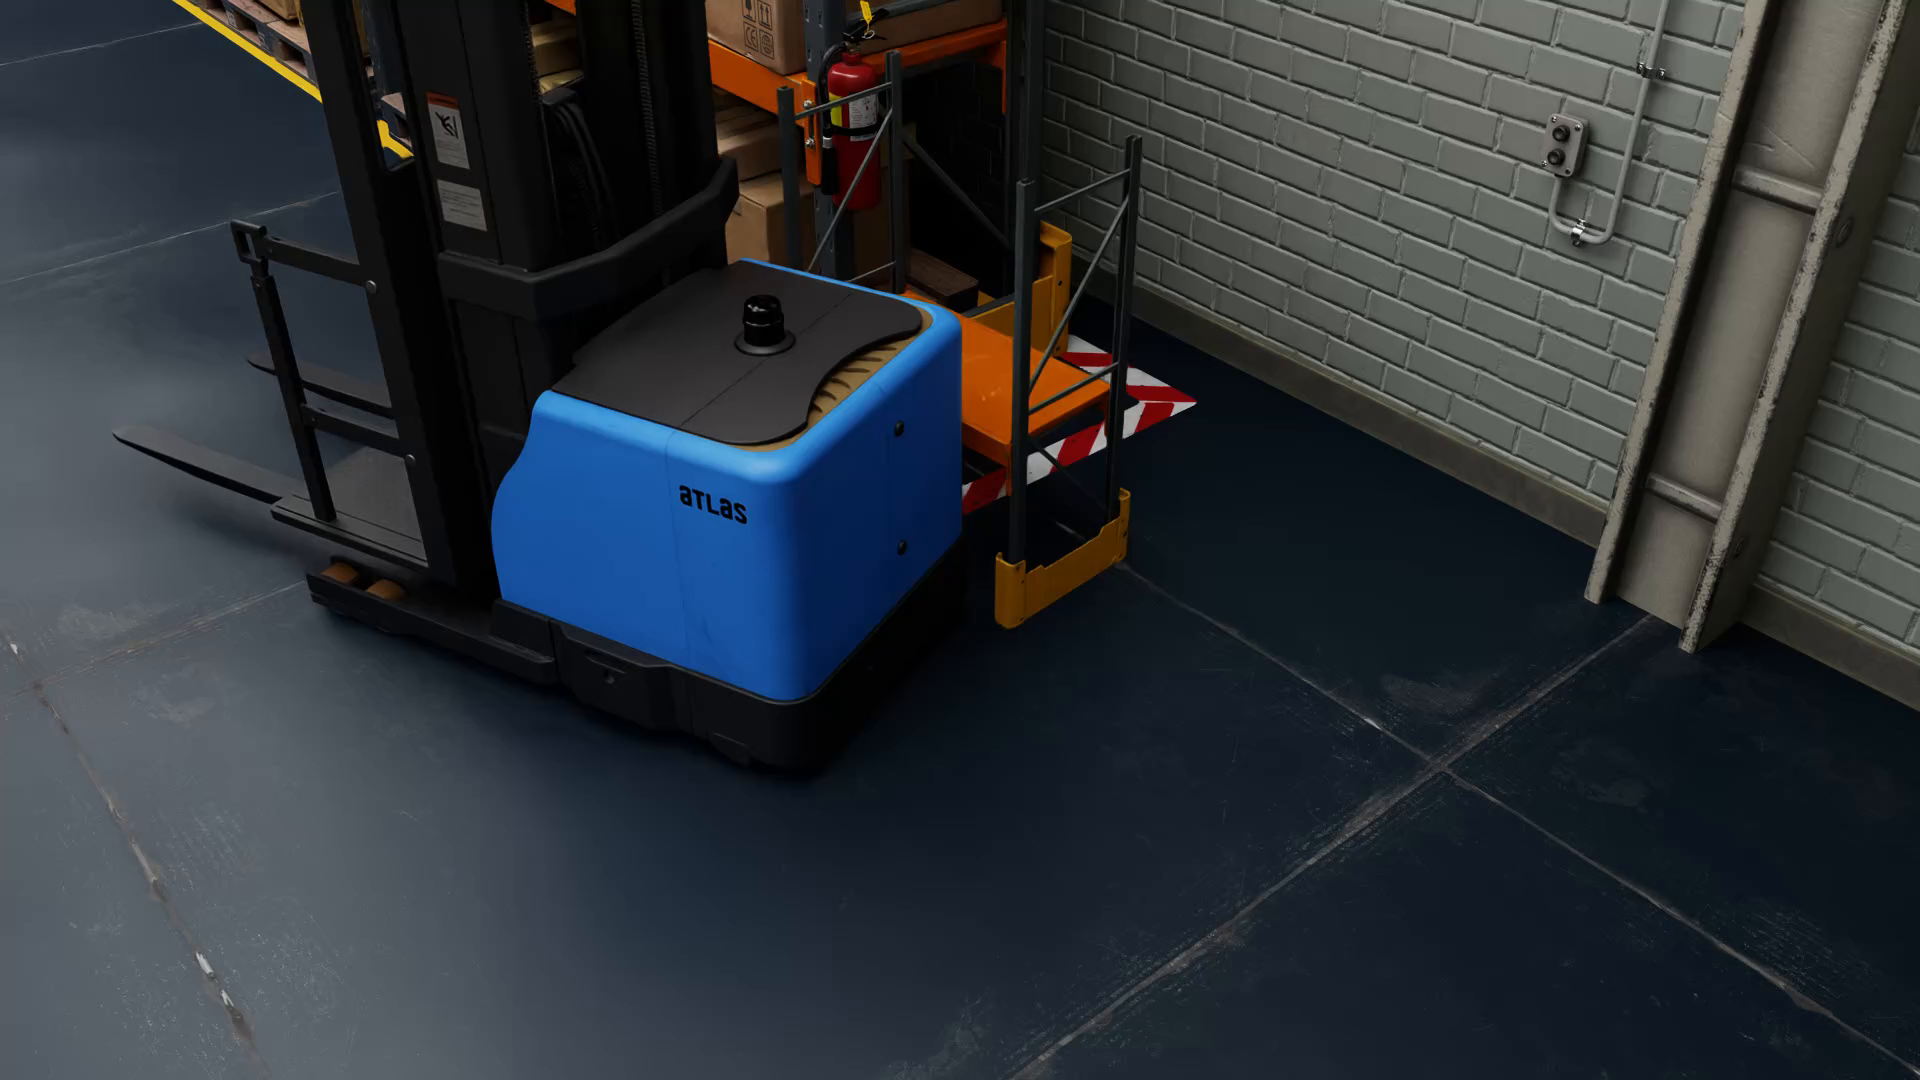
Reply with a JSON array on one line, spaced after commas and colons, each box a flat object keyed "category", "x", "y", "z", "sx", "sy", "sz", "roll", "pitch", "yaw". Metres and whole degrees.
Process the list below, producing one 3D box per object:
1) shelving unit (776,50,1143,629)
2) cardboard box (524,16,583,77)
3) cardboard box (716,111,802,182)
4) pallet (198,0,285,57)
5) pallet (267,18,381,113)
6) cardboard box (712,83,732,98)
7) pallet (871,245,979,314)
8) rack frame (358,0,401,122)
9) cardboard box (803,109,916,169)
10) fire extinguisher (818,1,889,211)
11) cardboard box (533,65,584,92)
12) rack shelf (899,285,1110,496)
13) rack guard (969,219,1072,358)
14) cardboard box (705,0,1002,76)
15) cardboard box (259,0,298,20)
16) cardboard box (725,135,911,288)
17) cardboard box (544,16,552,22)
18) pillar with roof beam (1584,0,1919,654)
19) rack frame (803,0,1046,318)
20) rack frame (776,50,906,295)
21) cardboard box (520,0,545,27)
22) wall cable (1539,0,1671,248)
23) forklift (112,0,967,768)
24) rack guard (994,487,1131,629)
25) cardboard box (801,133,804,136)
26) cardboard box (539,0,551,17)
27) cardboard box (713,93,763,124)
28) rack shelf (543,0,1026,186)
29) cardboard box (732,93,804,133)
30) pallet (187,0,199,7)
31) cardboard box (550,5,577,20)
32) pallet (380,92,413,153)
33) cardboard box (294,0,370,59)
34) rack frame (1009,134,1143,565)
[{"category": "shelving unit", "x": -0.012, "y": -0.662, "z": 5.387, "sx": 0.587, "sy": 1.500, "sz": 1.083, "roll": -30, "pitch": 45, "yaw": -35}, {"category": "cardboard box", "x": -1.861, "y": -2.241, "z": 7.557, "sx": 0.380, "sy": 0.149, "sz": 0.250, "roll": -27, "pitch": 44, "yaw": -33}, {"category": "cardboard box", "x": -0.853, "y": -1.553, "z": 6.586, "sx": 0.380, "sy": 0.149, "sz": 0.250, "roll": -27, "pitch": 43, "yaw": -32}, {"category": "pallet", "x": -4.031, "y": -3.356, "z": 10.306, "sx": 1.003, "sy": 0.211, "sz": 1.213, "roll": -26, "pitch": 43, "yaw": -32}, {"category": "pallet", "x": -3.239, "y": -2.817, "z": 9.545, "sx": 1.003, "sy": 0.211, "sz": 1.213, "roll": -26, "pitch": 43, "yaw": -32}, {"category": "cardboard box", "x": -0.886, "y": -1.918, "z": 7.101, "sx": 0.380, "sy": 0.149, "sz": 0.250, "roll": -26, "pitch": 43, "yaw": -31}, {"category": "pallet", "x": -0.678, "y": -1.062, "z": 7.068, "sx": 1.003, "sy": 0.211, "sz": 1.213, "roll": -26, "pitch": 43, "yaw": -32}, {"category": "rack frame", "x": -2.684, "y": -3.643, "z": 8.298, "sx": 1.000, "sy": 3.000, "sz": 0.127, "roll": -26, "pitch": 43, "yaw": -32}, {"category": "cardboard box", "x": -0.397, "y": -1.584, "z": 6.629, "sx": 0.380, "sy": 0.149, "sz": 0.250, "roll": -26, "pitch": 43, "yaw": -31}, {"category": "fire extinguisher", "x": -0.358, "y": -1.454, "z": 5.598, "sx": 0.296, "sy": 0.674, "sz": 0.183, "roll": -26, "pitch": 43, "yaw": -32}, {"category": "cardboard box", "x": -1.628, "y": -1.975, "z": 7.743, "sx": 0.700, "sy": 0.500, "sz": 0.500, "roll": -25, "pitch": 42, "yaw": -31}, {"category": "rack shelf", "x": -0.019, "y": -0.519, "z": 5.496, "sx": 0.538, "sy": 0.185, "sz": 1.000, "roll": -30, "pitch": 45, "yaw": -35}, {"category": "rack guard", "x": -0.087, "y": -0.846, "z": 6.512, "sx": 1.175, "sy": 0.500, "sz": 0.348, "roll": -26, "pitch": 43, "yaw": -32}, {"category": "cardboard box", "x": -0.439, "y": -2.220, "z": 6.030, "sx": 0.980, "sy": 0.700, "sz": 0.700, "roll": -24, "pitch": 42, "yaw": -30}, {"category": "cardboard box", "x": -3.778, "y": -3.567, "z": 9.687, "sx": 0.750, "sy": 0.750, "sz": 0.750, "roll": -25, "pitch": 42, "yaw": -30}, {"category": "cardboard box", "x": -0.631, "y": -1.300, "z": 6.789, "sx": 0.700, "sy": 0.500, "sz": 0.500, "roll": -26, "pitch": 43, "yaw": -32}, {"category": "cardboard box", "x": -1.958, "y": -2.203, "z": 8.064, "sx": 0.700, "sy": 0.500, "sz": 0.500, "roll": -26, "pitch": 43, "yaw": -32}, {"category": "pillar with roof beam", "x": -0.988, "y": -1.850, "z": 0.576, "sx": 9.100, "sy": 9.000, "sz": 0.400, "roll": -26, "pitch": 43, "yaw": -32}, {"category": "rack frame", "x": -0.102, "y": -1.877, "z": 5.804, "sx": 1.000, "sy": 3.000, "sz": 0.127, "roll": -26, "pitch": 43, "yaw": -32}, {"category": "rack frame", "x": -0.378, "y": -0.873, "z": 5.685, "sx": 0.500, "sy": 1.500, "sz": 0.032, "roll": -30, "pitch": 45, "yaw": -35}, {"category": "cardboard box", "x": -2.198, "y": -2.471, "z": 7.882, "sx": 0.380, "sy": 0.149, "sz": 0.250, "roll": -24, "pitch": 42, "yaw": -30}, {"category": "wall cable", "x": 1.446, "y": -2.079, "z": 5.211, "sx": 0.084, "sy": 1.984, "sz": 1.851, "roll": -26, "pitch": 43, "yaw": -32}, {"category": "forklift", "x": -1.523, "y": -1.150, "z": 4.838, "sx": 3.031, "sy": 2.935, "sz": 1.130, "roll": 17, "pitch": 39, "yaw": 23}, {"category": "rack guard", "x": 0.340, "y": 0.052, "z": 5.461, "sx": 0.587, "sy": 0.250, "sz": 0.087, "roll": -30, "pitch": 45, "yaw": -35}, {"category": "cardboard box", "x": -0.954, "y": -1.521, "z": 7.101, "sx": 0.700, "sy": 0.500, "sz": 0.500, "roll": -26, "pitch": 43, "yaw": -32}, {"category": "cardboard box", "x": -2.279, "y": -2.426, "z": 8.379, "sx": 0.700, "sy": 0.500, "sz": 0.500, "roll": -25, "pitch": 43, "yaw": -31}, {"category": "cardboard box", "x": -1.018, "y": -1.666, "z": 6.745, "sx": 0.380, "sy": 0.149, "sz": 0.250, "roll": -25, "pitch": 42, "yaw": -31}, {"category": "rack shelf", "x": -1.393, "y": -2.466, "z": 7.259, "sx": 1.077, "sy": 0.370, "sz": 4.000, "roll": -26, "pitch": 43, "yaw": -32}, {"category": "cardboard box", "x": -0.725, "y": -1.807, "z": 6.944, "sx": 0.380, "sy": 0.149, "sz": 0.250, "roll": -26, "pitch": 43, "yaw": -32}, {"category": "pallet", "x": -4.814, "y": -3.895, "z": 11.066, "sx": 1.003, "sy": 0.211, "sz": 1.213, "roll": -26, "pitch": 43, "yaw": -32}, {"category": "cardboard box", "x": -1.709, "y": -2.480, "z": 7.895, "sx": 0.380, "sy": 0.149, "sz": 0.250, "roll": -28, "pitch": 44, "yaw": -33}, {"category": "pallet", "x": -2.253, "y": -2.140, "z": 8.589, "sx": 1.003, "sy": 0.211, "sz": 1.213, "roll": -26, "pitch": 43, "yaw": -32}, {"category": "cardboard box", "x": -3.203, "y": -3.175, "z": 9.135, "sx": 0.750, "sy": 0.750, "sz": 0.750, "roll": -25, "pitch": 43, "yaw": -31}, {"category": "rack frame", "x": 0.341, "y": -0.458, "z": 5.099, "sx": 0.500, "sy": 1.500, "sz": 0.032, "roll": -30, "pitch": 45, "yaw": -35}]
